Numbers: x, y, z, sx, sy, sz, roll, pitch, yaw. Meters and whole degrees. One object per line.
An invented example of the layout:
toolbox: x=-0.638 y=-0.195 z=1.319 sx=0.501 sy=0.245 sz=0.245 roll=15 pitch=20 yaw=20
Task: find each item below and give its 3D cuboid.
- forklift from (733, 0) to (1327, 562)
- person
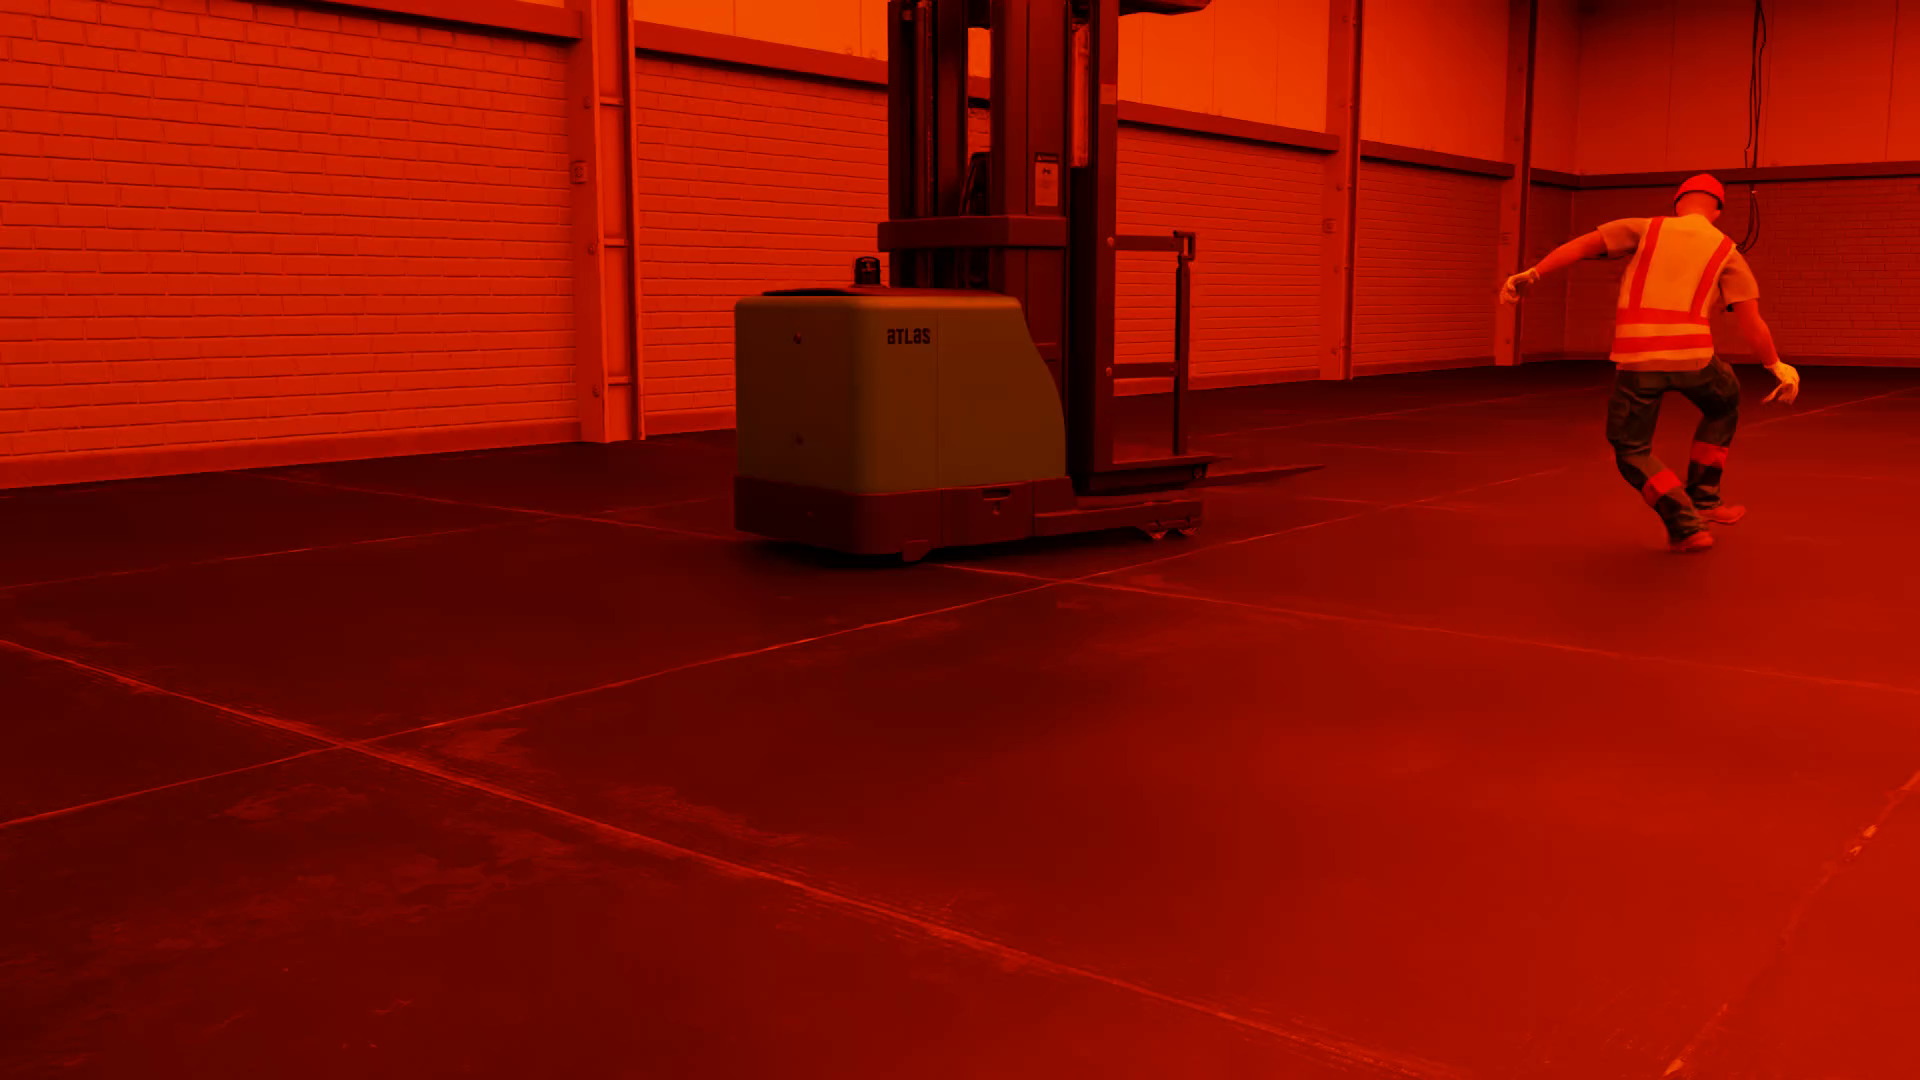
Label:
forklift: x=0.482 y=-1.510 z=7.601 sx=3.031 sy=2.935 sz=1.130 roll=-7 pitch=11 yaw=-38
person: x=2.972 y=-0.745 z=7.230 sx=1.230 sy=1.677 sz=0.653 roll=2 pitch=9 yaw=14
